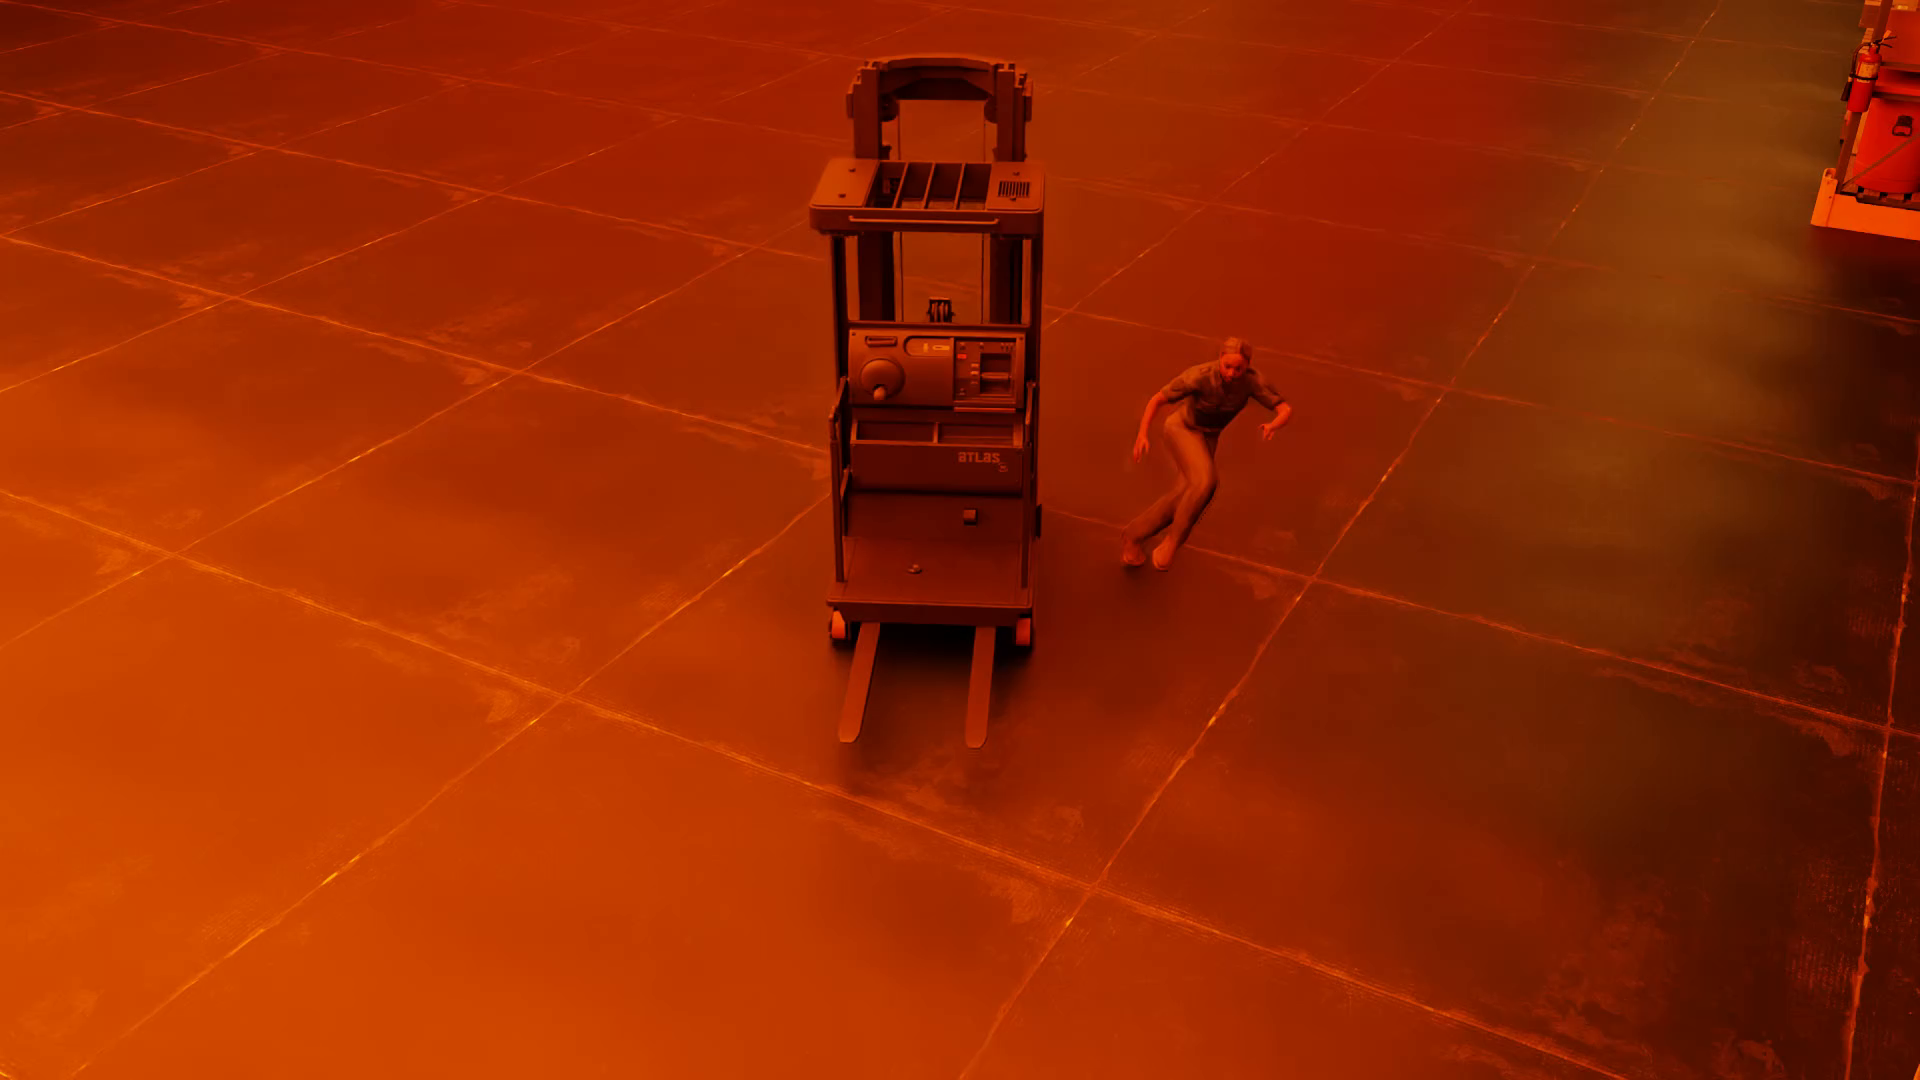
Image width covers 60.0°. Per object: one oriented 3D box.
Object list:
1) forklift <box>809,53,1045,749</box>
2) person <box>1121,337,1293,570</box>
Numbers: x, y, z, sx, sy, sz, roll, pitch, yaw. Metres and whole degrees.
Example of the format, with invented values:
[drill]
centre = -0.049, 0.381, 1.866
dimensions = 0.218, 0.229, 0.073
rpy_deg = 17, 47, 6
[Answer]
[forklift]
centre = -0.134, -0.860, 8.561
dimensions = 1.130, 2.935, 3.031
rpy_deg = 2, 30, 3
[person]
centre = 1.375, -0.477, 9.410
dimensions = 0.899, 1.427, 0.838
rpy_deg = -13, 32, -21
